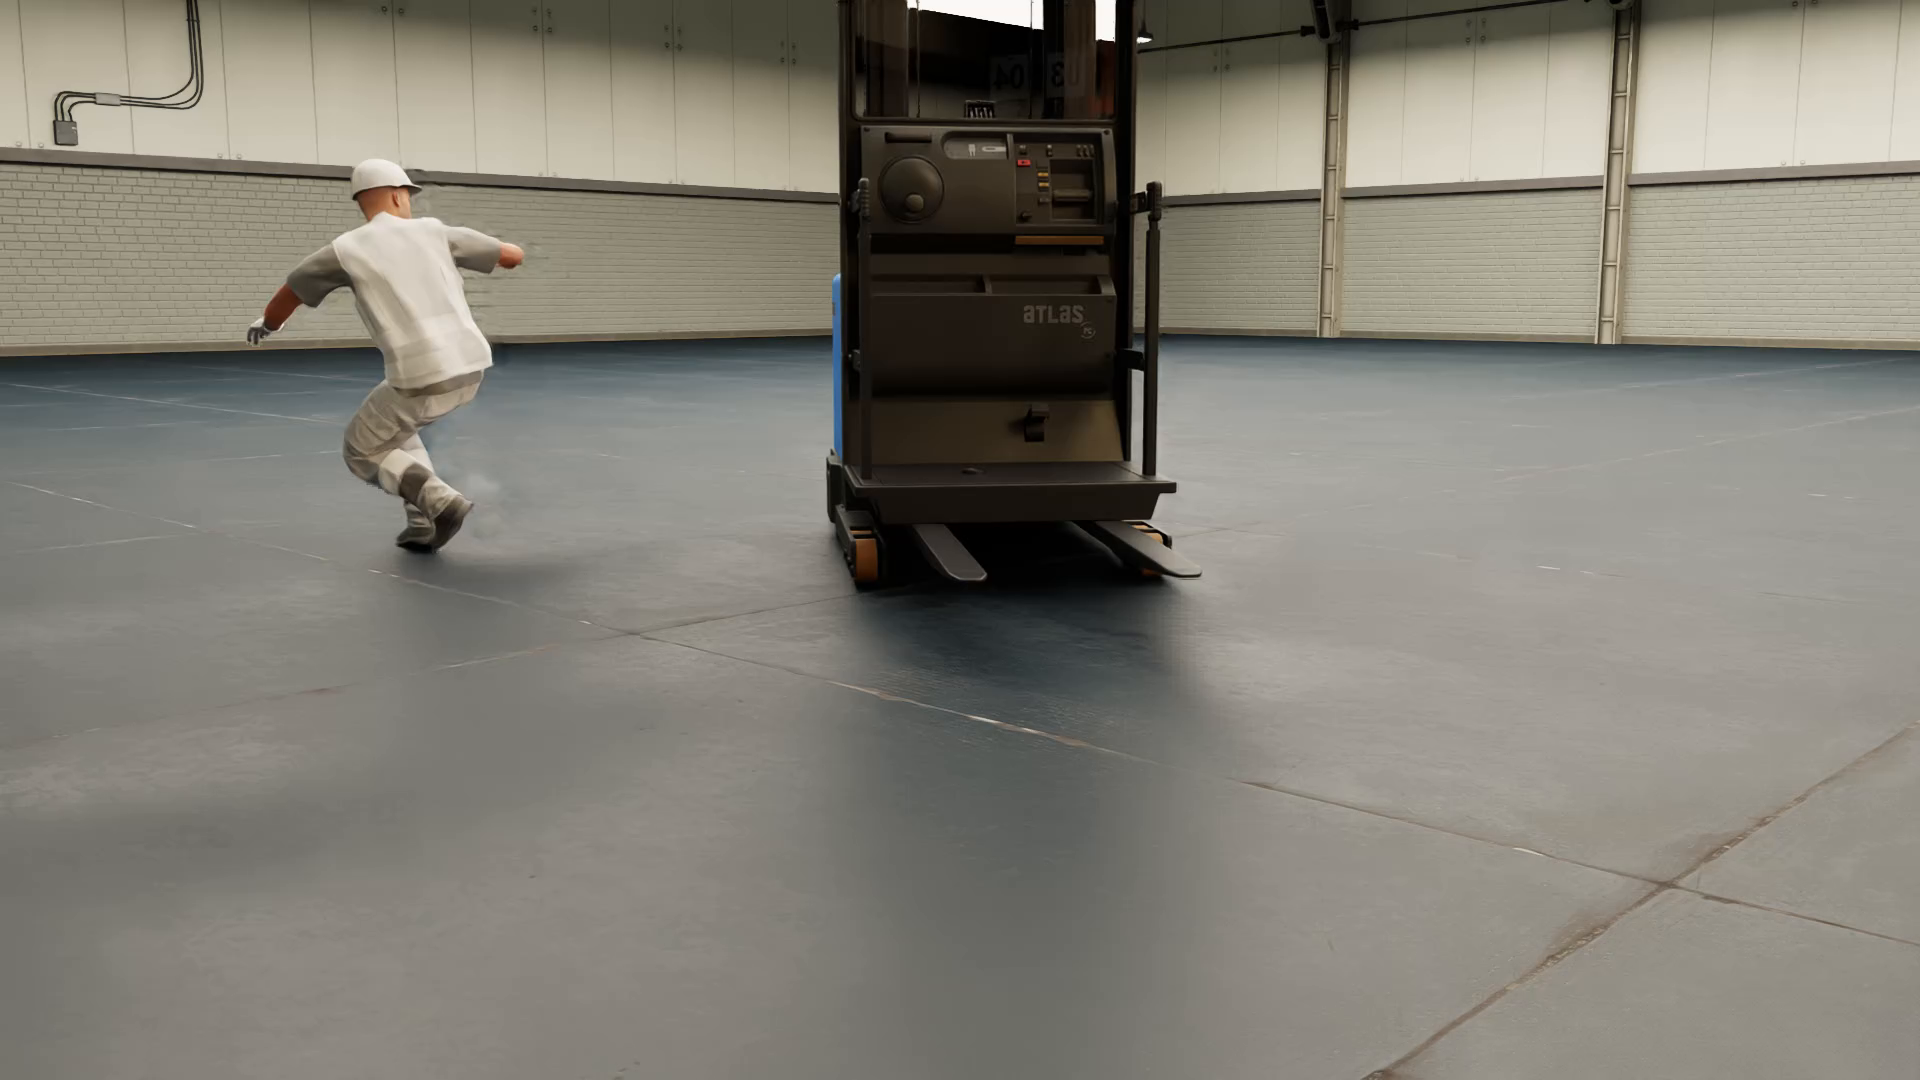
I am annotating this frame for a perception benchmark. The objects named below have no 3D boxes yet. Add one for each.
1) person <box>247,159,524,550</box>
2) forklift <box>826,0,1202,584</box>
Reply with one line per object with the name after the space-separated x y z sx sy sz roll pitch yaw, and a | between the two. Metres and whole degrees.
-2.182 -0.699 6.384 1.021 1.483 0.788 6 10 35 | person
0.135 -1.349 5.835 1.130 2.935 3.031 -1 9 -7 | forklift
